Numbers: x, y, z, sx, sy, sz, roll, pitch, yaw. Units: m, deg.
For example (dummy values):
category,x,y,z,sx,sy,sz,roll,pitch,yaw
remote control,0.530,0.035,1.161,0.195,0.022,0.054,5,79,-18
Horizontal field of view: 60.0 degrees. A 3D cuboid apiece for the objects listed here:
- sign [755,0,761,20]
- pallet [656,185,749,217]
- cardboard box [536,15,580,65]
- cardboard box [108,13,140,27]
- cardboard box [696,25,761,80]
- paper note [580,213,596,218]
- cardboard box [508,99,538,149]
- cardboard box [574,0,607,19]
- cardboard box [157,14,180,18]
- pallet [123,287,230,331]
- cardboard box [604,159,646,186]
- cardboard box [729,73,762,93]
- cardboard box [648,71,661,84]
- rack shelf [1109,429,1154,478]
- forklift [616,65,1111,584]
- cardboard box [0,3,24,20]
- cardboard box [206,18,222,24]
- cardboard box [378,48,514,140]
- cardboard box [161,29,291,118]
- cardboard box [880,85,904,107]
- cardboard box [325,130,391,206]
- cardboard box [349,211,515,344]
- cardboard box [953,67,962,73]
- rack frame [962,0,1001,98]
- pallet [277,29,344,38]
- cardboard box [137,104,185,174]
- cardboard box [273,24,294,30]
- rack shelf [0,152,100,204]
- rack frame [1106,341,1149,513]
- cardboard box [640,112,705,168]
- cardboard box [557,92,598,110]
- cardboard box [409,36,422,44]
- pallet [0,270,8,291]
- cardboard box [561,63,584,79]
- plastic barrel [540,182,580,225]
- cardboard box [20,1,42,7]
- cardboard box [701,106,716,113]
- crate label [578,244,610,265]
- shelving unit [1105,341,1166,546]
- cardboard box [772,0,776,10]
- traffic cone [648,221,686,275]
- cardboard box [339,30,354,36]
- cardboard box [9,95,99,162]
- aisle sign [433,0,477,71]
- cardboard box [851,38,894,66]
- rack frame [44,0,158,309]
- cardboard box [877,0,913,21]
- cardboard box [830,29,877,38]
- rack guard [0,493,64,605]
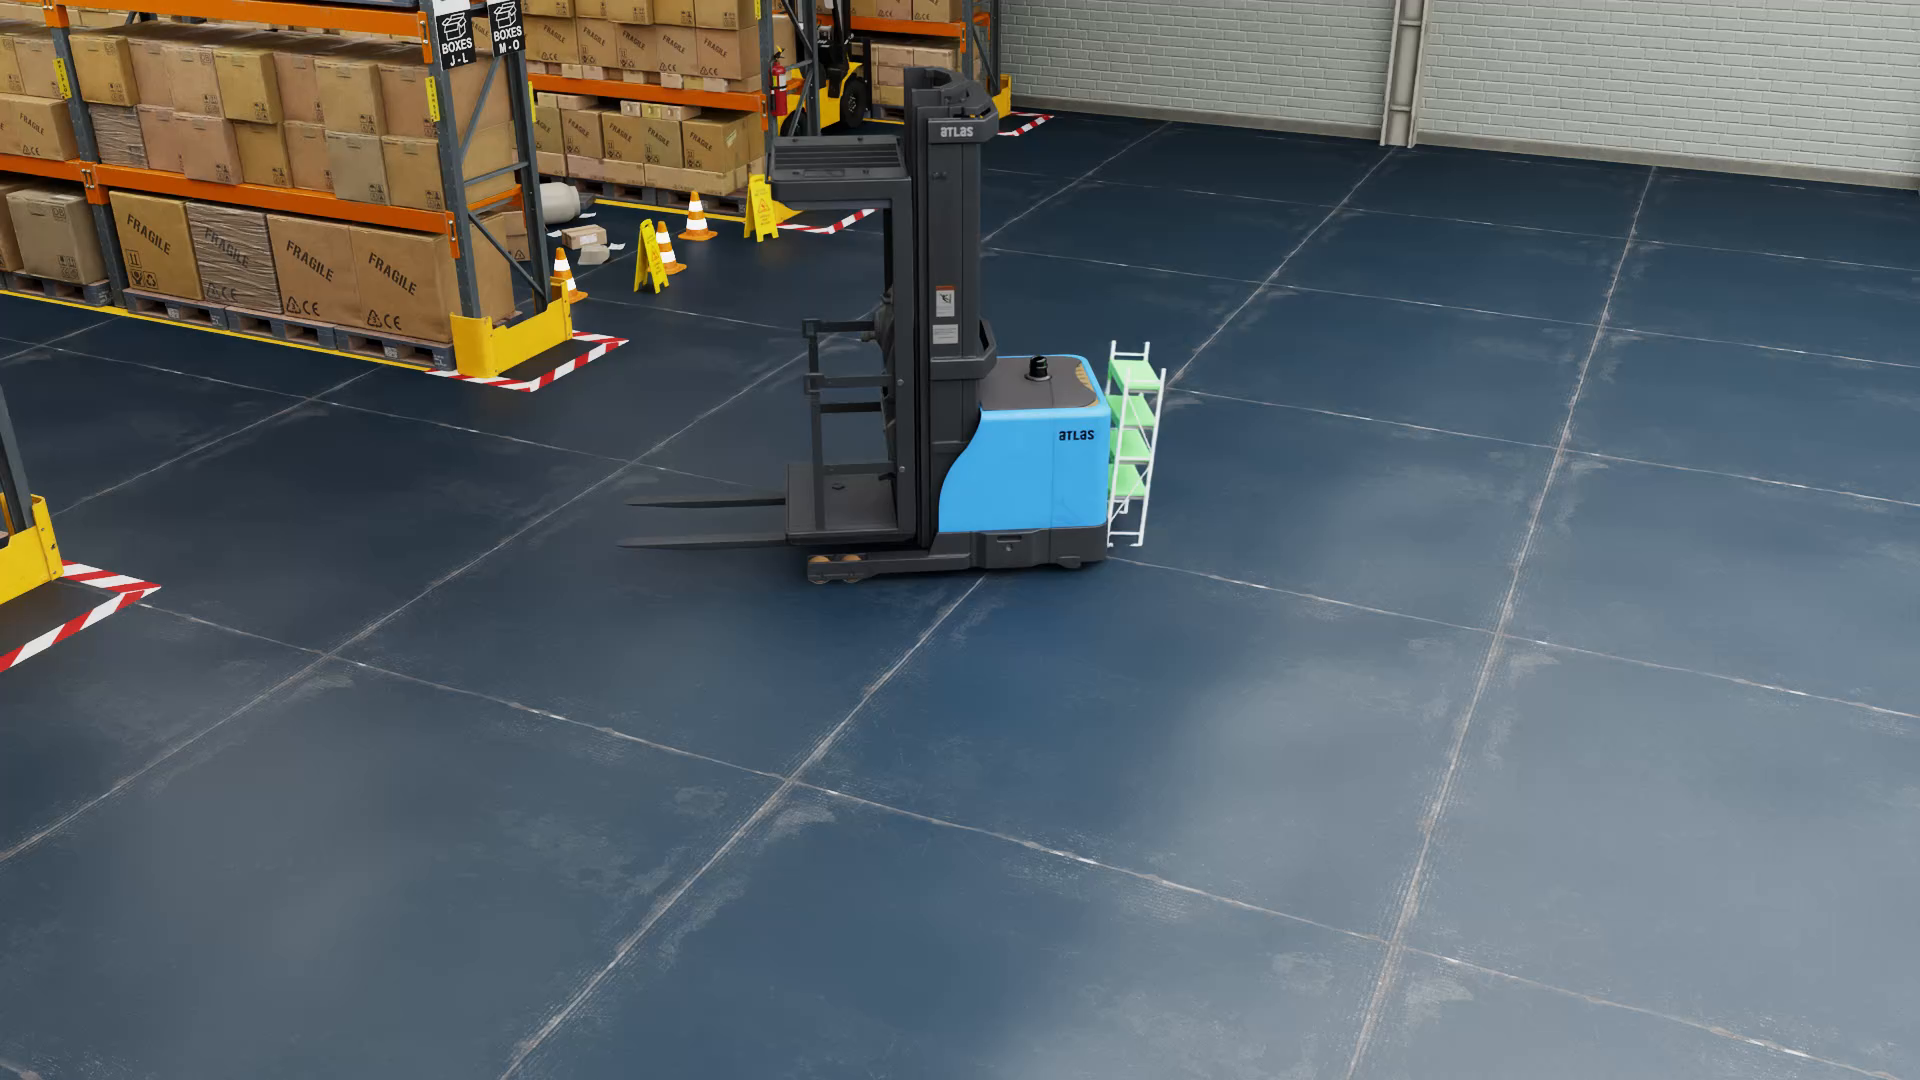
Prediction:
category,x,y,z,sx,sy,sz,roll,pitch,yaw
sign,-2.018,-5.356,16.563,0.005,0.325,0.100,11,28,22
pallet,-2.564,-3.839,18.309,1.213,0.211,1.003,11,28,22
cardboard box,-4.208,-5.452,17.977,0.500,0.500,0.500,11,28,21
cardboard box,-10.092,-6.384,20.491,0.500,0.250,0.500,12,29,23
cardboard box,-2.378,-5.081,17.223,0.500,0.500,0.500,11,28,21
paper note,-3.979,-3.475,17.773,0.148,0.019,0.142,2,26,4
cardboard box,-4.986,-4.720,18.729,0.500,0.500,0.500,13,29,24
cardboard box,-3.686,-5.841,17.636,0.500,0.500,0.700,11,28,21
cardboard box,-9.598,-6.520,20.201,0.500,0.250,0.500,11,28,22
pallet,-6.708,-2.215,15.010,1.213,0.211,1.003,11,28,22
cardboard box,-3.564,-4.100,18.318,0.500,0.250,0.500,10,28,20
cardboard box,-2.199,-4.784,17.354,0.250,0.149,0.380,12,29,24
cardboard box,-3.122,-4.979,17.751,0.250,0.149,0.380,12,29,23
rack shelf,1.062,-0.558,10.649,0.258,0.148,0.480,1,26,-7
forklift,-0.627,-1.289,10.051,3.031,2.935,1.130,-2,26,-5
cardboard box,-11.930,-6.760,21.254,0.500,0.250,0.500,11,28,21
cardboard box,-8.833,-6.318,19.996,0.250,0.149,0.380,10,28,19
cardboard box,-4.048,-3.540,13.152,0.550,0.550,0.875,11,28,22
cardboard box,-6.063,-3.899,13.881,0.550,0.550,0.875,11,28,22
cardboard box,-0.726,-5.919,22.013,0.500,0.250,0.500,11,28,22
cardboard box,-4.593,-3.114,13.509,0.550,0.550,0.875,11,28,22
cardboard box,-4.371,-2.238,13.829,0.875,0.875,0.875,12,28,22
cardboard box,-0.291,-6.053,21.719,0.500,0.250,0.500,11,28,21
rack frame,0.282,-6.910,21.390,0.127,3.000,1.000,11,28,22
pallet,-7.233,-5.945,19.646,1.213,0.211,1.003,11,28,22
cardboard box,-6.517,-3.550,14.394,0.550,0.550,0.875,11,28,22
cardboard box,-7.866,-6.113,19.579,0.250,0.149,0.380,13,29,25
rack shelf,-9.189,-3.679,15.642,4.000,0.370,1.077,11,28,22
rack frame,1.041,-0.723,10.839,0.240,1.200,0.015,1,26,-7
cardboard box,-3.083,-4.341,17.959,0.500,0.500,0.500,12,29,24
cardboard box,-4.182,-4.823,18.204,0.250,0.149,0.380,13,29,25
cardboard box,-5.994,-5.704,18.749,0.250,0.149,0.380,12,29,23
pallet,-9.216,-2.719,16.033,1.213,0.211,1.003,11,28,22
cardboard box,-4.096,-5.108,18.014,0.250,0.149,0.380,12,28,22
plastic barrel,-4.277,-3.527,17.434,0.512,0.421,0.421,-12,29,-23
cardboard box,-11.475,-6.884,20.940,0.500,0.250,0.500,12,29,22
cardboard box,-2.889,-4.562,18.408,0.500,0.500,0.500,10,28,20
crate label,-3.586,-2.800,16.282,0.298,0.136,0.250,-2,26,-5
shelving unit,1.066,-0.615,10.621,0.258,1.200,0.503,1,26,-7
cardboard box,-2.583,-7.412,22.295,0.500,0.500,0.500,12,29,23
traffic cone,-2.845,-2.827,15.968,0.334,0.463,0.336,11,28,22
cardboard box,-6.916,-5.896,19.139,0.250,0.149,0.380,11,28,22
cardboard box,-7.954,-3.669,14.693,0.500,0.500,0.500,11,28,21
aisle sign,-3.786,-3.938,12.409,0.004,0.787,0.394,11,28,22
cardboard box,-1.197,-6.452,21.964,0.500,0.250,0.500,12,29,22
rack frame,-7.368,-3.636,14.740,0.127,3.000,1.000,11,28,22
cardboard box,-0.744,-7.038,21.536,0.500,0.500,0.500,12,29,23
cardboard box,-1.448,-6.760,22.590,0.500,0.250,0.500,11,28,21
rack guard,-5.941,0.178,9.822,0.348,0.500,1.175,11,28,22
